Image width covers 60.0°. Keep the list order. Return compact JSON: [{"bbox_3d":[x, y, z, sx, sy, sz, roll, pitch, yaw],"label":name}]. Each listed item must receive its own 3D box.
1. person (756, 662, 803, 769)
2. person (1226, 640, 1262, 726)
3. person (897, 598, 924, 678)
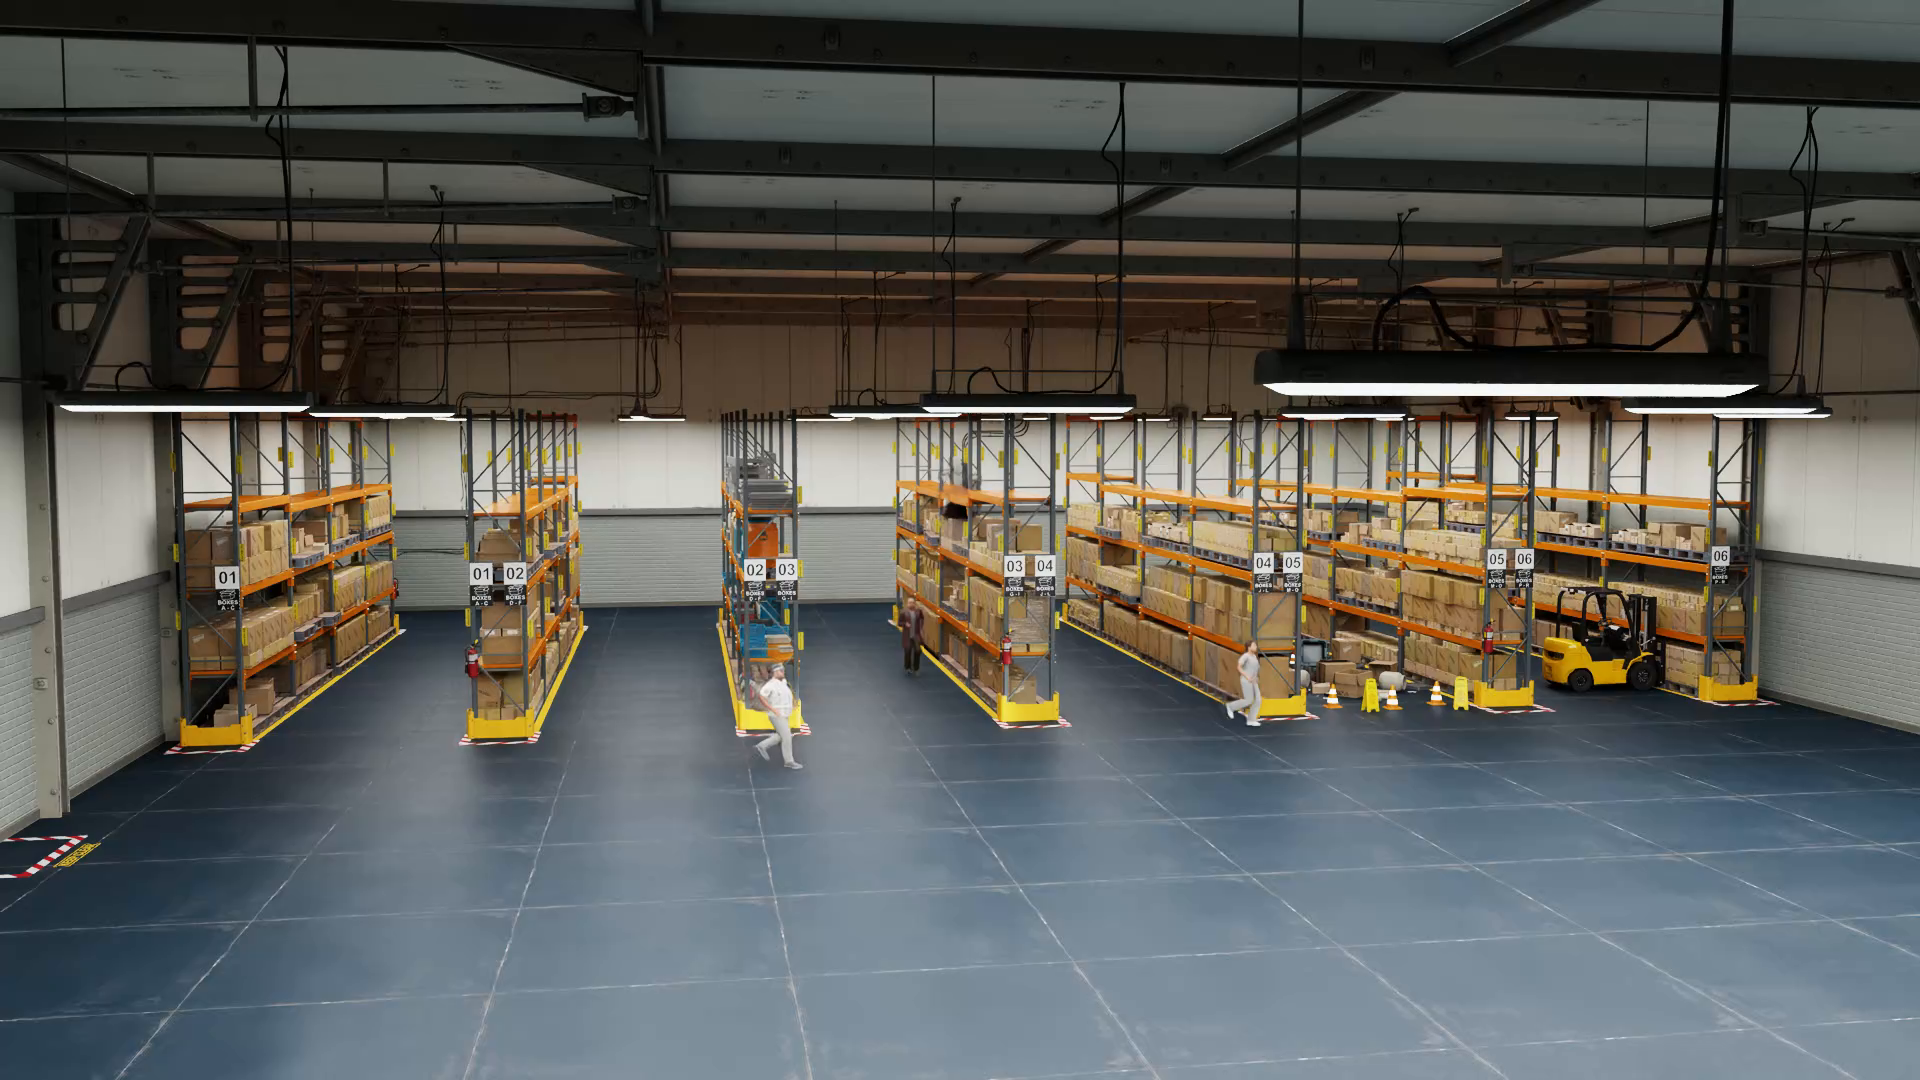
[{"bbox_3d":[-3.027,2.902,27.665,0.902,1.760,0.677,1,4,20],"label":"person"},{"bbox_3d":[5.482,2.705,31.725,0.726,1.627,0.616,3,5,38],"label":"person"},{"bbox_3d":[-1.097,2.218,37.691,0.654,1.823,0.853,-1,4,-10],"label":"person"}]
